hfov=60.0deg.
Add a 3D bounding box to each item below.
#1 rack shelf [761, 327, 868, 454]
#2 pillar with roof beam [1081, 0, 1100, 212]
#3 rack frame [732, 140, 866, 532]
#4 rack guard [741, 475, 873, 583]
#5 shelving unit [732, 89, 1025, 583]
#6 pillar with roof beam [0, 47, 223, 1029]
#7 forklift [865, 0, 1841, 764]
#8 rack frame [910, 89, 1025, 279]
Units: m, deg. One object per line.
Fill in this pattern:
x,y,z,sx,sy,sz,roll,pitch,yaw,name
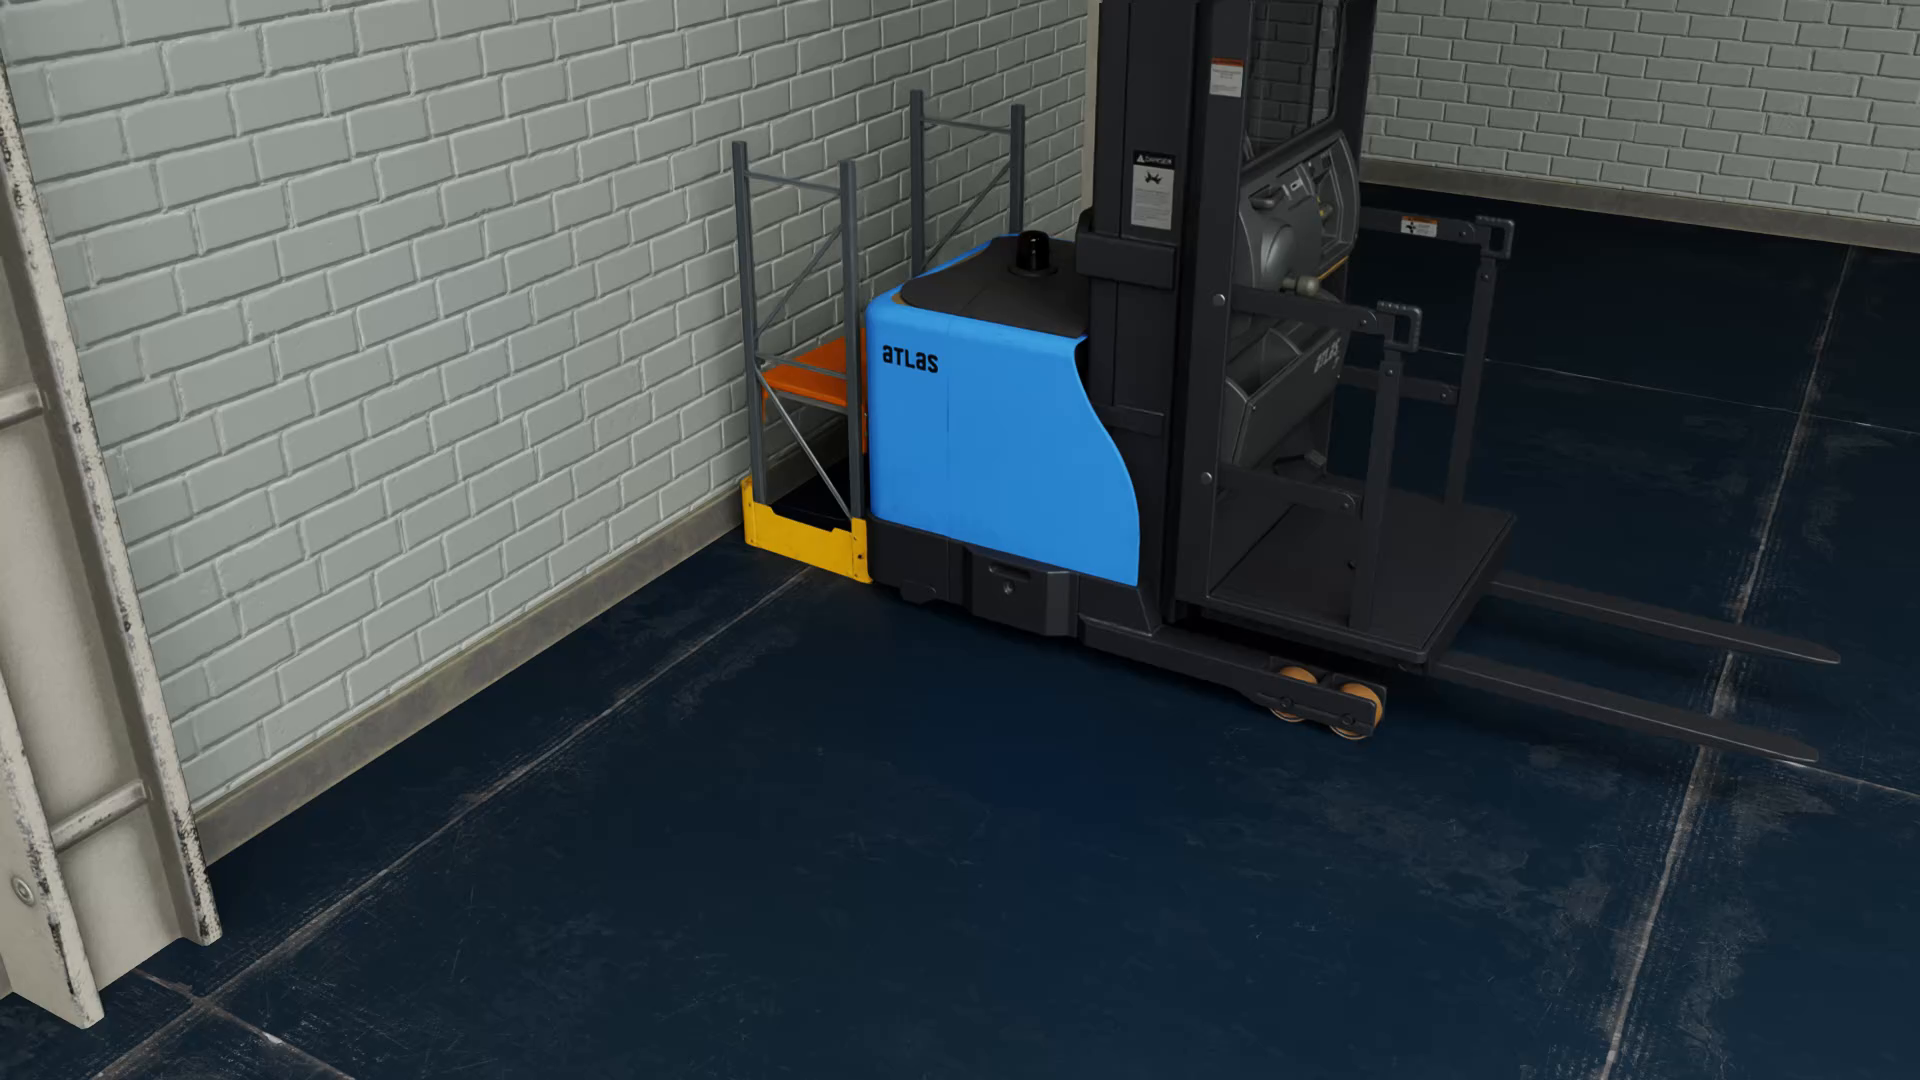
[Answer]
-0.262,-0.629,6.233,0.538,0.185,1.000,17,31,30,rack shelf
4.592,-4.366,4.920,9.100,9.000,0.400,14,30,26,pillar with roof beam
-0.549,-0.602,5.777,0.500,1.500,0.032,17,31,30,rack frame
-0.548,-0.044,6.058,0.587,0.250,0.087,17,31,30,rack guard
-0.267,-0.787,6.146,0.587,1.500,1.083,17,31,30,shelving unit
1.641,-2.028,0.248,9.100,9.000,0.400,14,30,26,pillar with roof beam
1.205,-0.978,4.929,3.031,2.935,1.130,15,30,27,forklift
0.024,-0.978,6.528,0.500,1.500,0.032,17,31,30,rack frame
